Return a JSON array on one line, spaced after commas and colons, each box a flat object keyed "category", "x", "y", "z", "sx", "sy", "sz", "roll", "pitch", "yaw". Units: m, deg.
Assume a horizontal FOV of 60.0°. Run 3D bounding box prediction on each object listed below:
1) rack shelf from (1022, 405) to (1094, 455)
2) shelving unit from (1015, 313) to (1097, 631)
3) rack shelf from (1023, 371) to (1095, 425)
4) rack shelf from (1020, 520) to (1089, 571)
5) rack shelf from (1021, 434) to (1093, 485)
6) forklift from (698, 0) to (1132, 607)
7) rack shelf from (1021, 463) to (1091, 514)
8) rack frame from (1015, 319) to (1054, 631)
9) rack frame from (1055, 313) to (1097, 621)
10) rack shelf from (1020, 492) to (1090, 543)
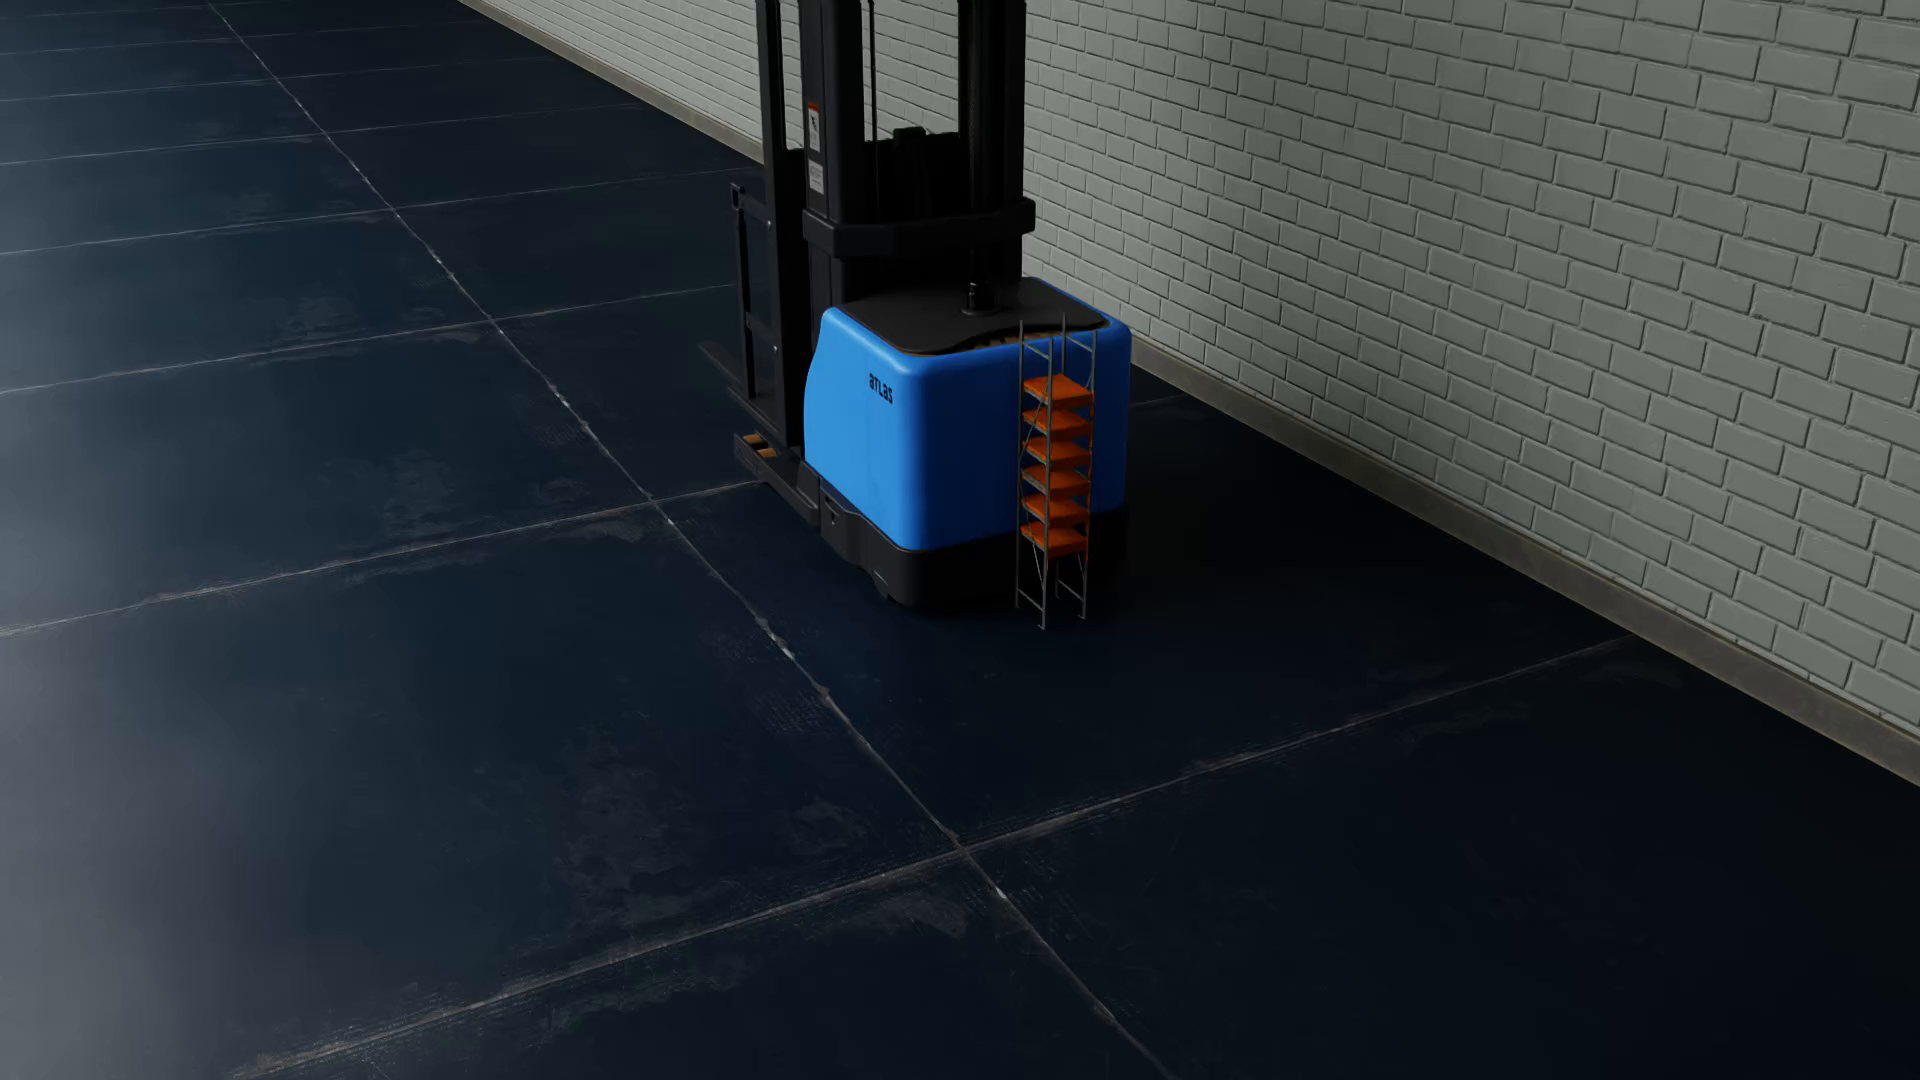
[{"category": "rack shelf", "x": 0.361, "y": -0.425, "z": 6.278, "sx": 0.180, "sy": 0.103, "sz": 0.258, "roll": -12, "pitch": 28, "yaw": -24}, {"category": "shelving unit", "x": 0.360, "y": -0.248, "z": 6.363, "sx": 0.189, "sy": 1.200, "sz": 0.258, "roll": -12, "pitch": 28, "yaw": -24}, {"category": "rack shelf", "x": 0.361, "y": -0.533, "z": 6.226, "sx": 0.180, "sy": 0.103, "sz": 0.258, "roll": -12, "pitch": 28, "yaw": -24}, {"category": "rack shelf", "x": 0.360, "y": 0.008, "z": 6.487, "sx": 0.180, "sy": 0.103, "sz": 0.258, "roll": -12, "pitch": 28, "yaw": -24}, {"category": "rack shelf", "x": 0.360, "y": -0.316, "z": 6.330, "sx": 0.180, "sy": 0.103, "sz": 0.258, "roll": -12, "pitch": 28, "yaw": -24}, {"category": "forklift", "x": -0.423, "y": -1.664, "z": 7.312, "sx": 1.130, "sy": 2.935, "sz": 3.031, "roll": -12, "pitch": 28, "yaw": -24}, {"category": "rack shelf", "x": 0.360, "y": -0.208, "z": 6.383, "sx": 0.180, "sy": 0.103, "sz": 0.258, "roll": -12, "pitch": 28, "yaw": -24}, {"category": "rack frame", "x": 0.279, "y": -0.230, "z": 6.326, "sx": 0.006, "sy": 1.200, "sz": 0.240, "roll": -12, "pitch": 28, "yaw": -24}, {"category": "rack frame", "x": 0.442, "y": -0.266, "z": 6.401, "sx": 0.006, "sy": 1.200, "sz": 0.240, "roll": -12, "pitch": 28, "yaw": -24}, {"category": "rack shelf", "x": 0.360, "y": -0.100, "z": 6.435, "sx": 0.180, "sy": 0.103, "sz": 0.258, "roll": -12, "pitch": 28, "yaw": -24}]
